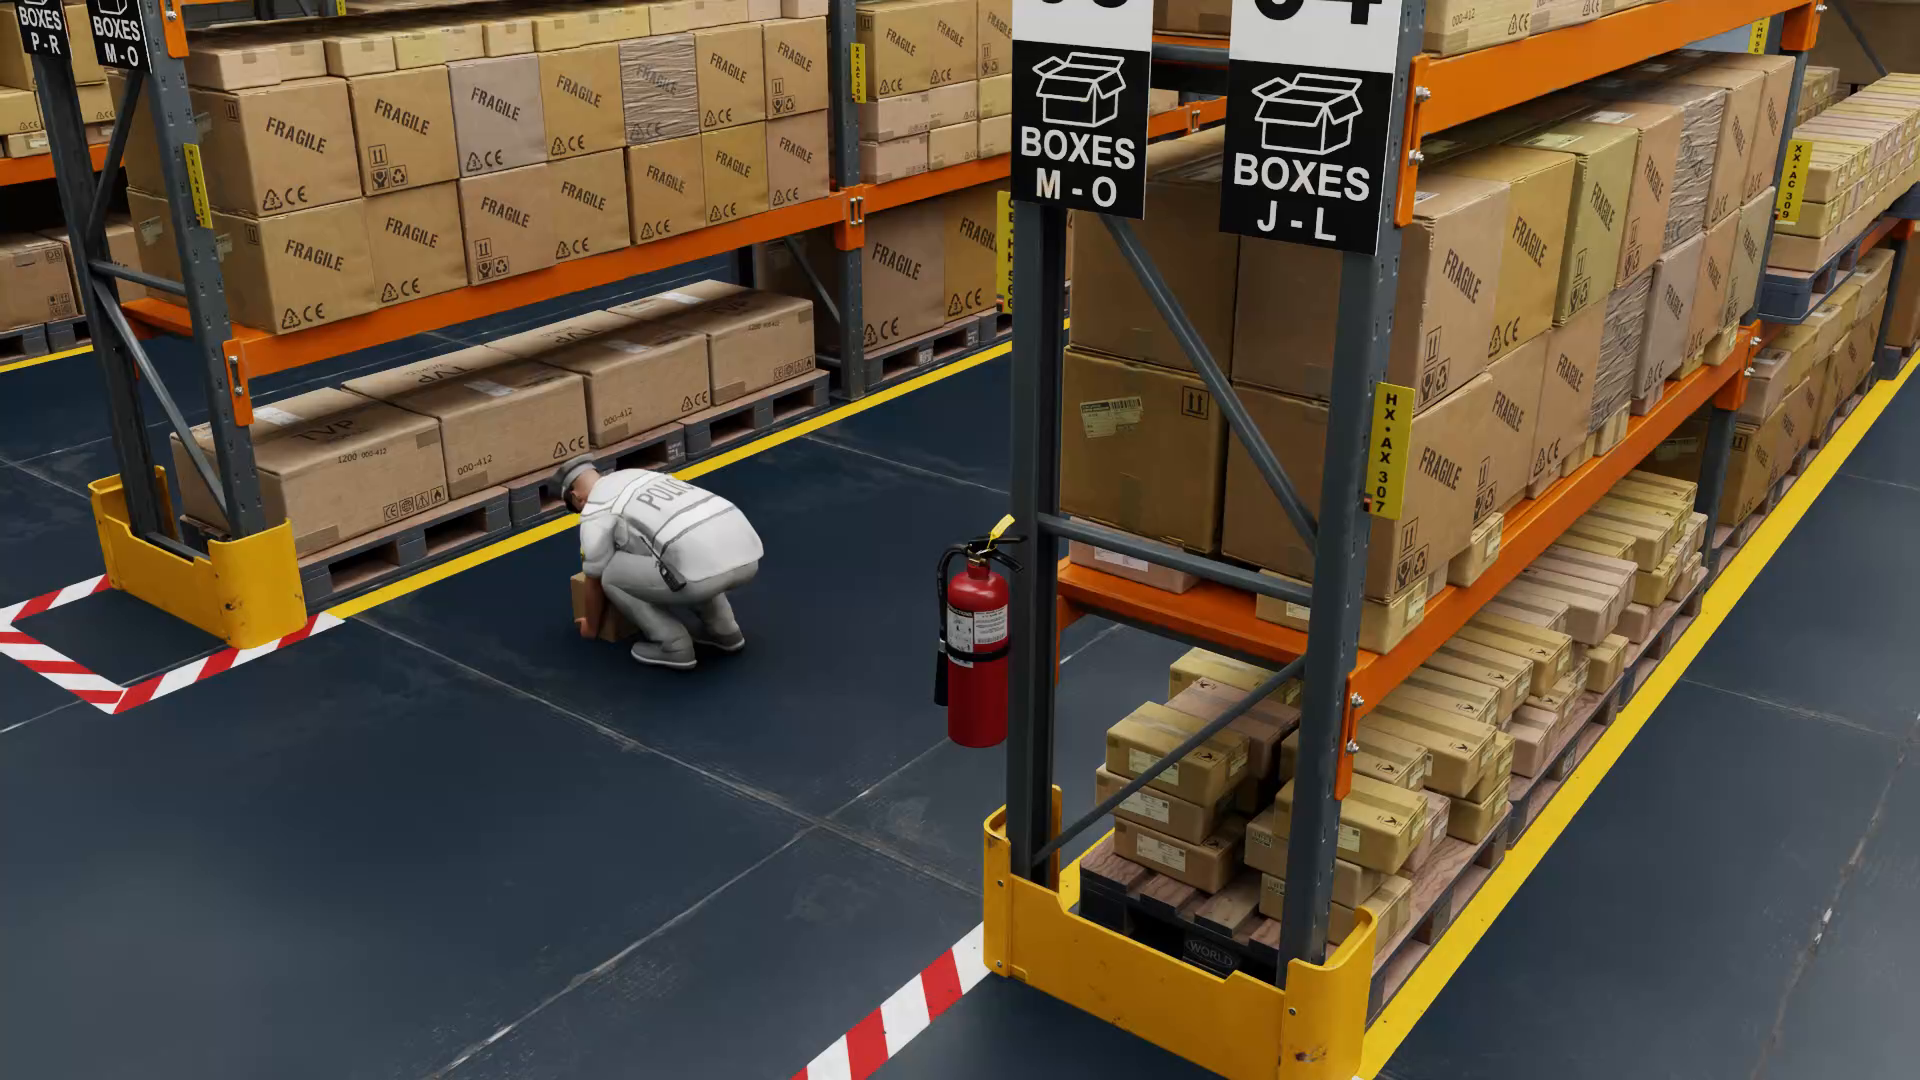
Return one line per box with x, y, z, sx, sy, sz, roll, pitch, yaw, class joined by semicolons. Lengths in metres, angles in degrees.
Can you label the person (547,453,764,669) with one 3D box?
-1.308;0.096;7.099;1.009;0.845;0.534;16;28;32;person
